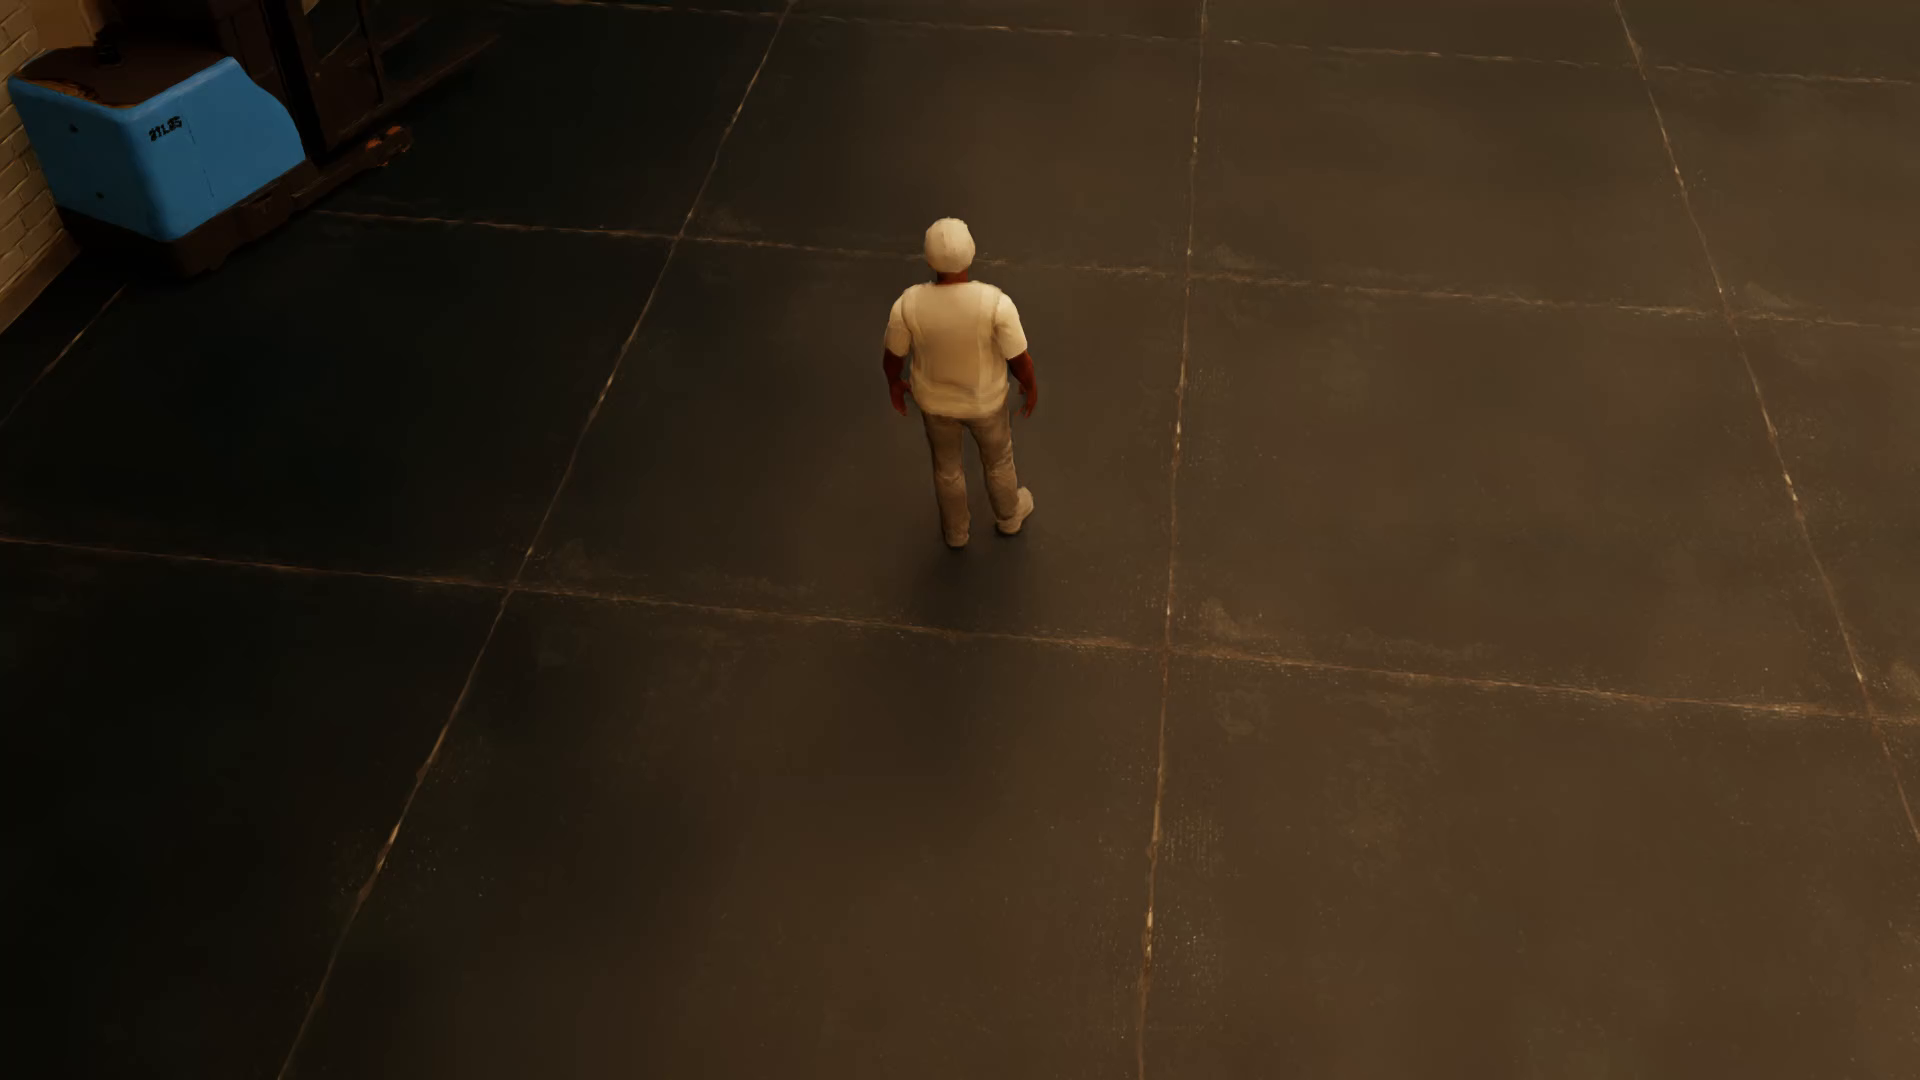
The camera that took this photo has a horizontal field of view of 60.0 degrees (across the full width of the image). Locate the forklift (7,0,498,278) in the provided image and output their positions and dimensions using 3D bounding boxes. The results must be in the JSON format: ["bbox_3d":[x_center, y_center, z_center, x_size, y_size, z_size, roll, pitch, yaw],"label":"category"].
[{"bbox_3d":[-4.133,-3.551,9.590,1.130,2.935,3.031,19,46,20],"label":"forklift"}]

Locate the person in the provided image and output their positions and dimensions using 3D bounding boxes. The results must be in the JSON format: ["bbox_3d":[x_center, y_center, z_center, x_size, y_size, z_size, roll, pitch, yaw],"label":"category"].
[{"bbox_3d":[0.014,-0.702,7.339,0.665,1.766,0.576,5,43,6],"label":"person"}]
